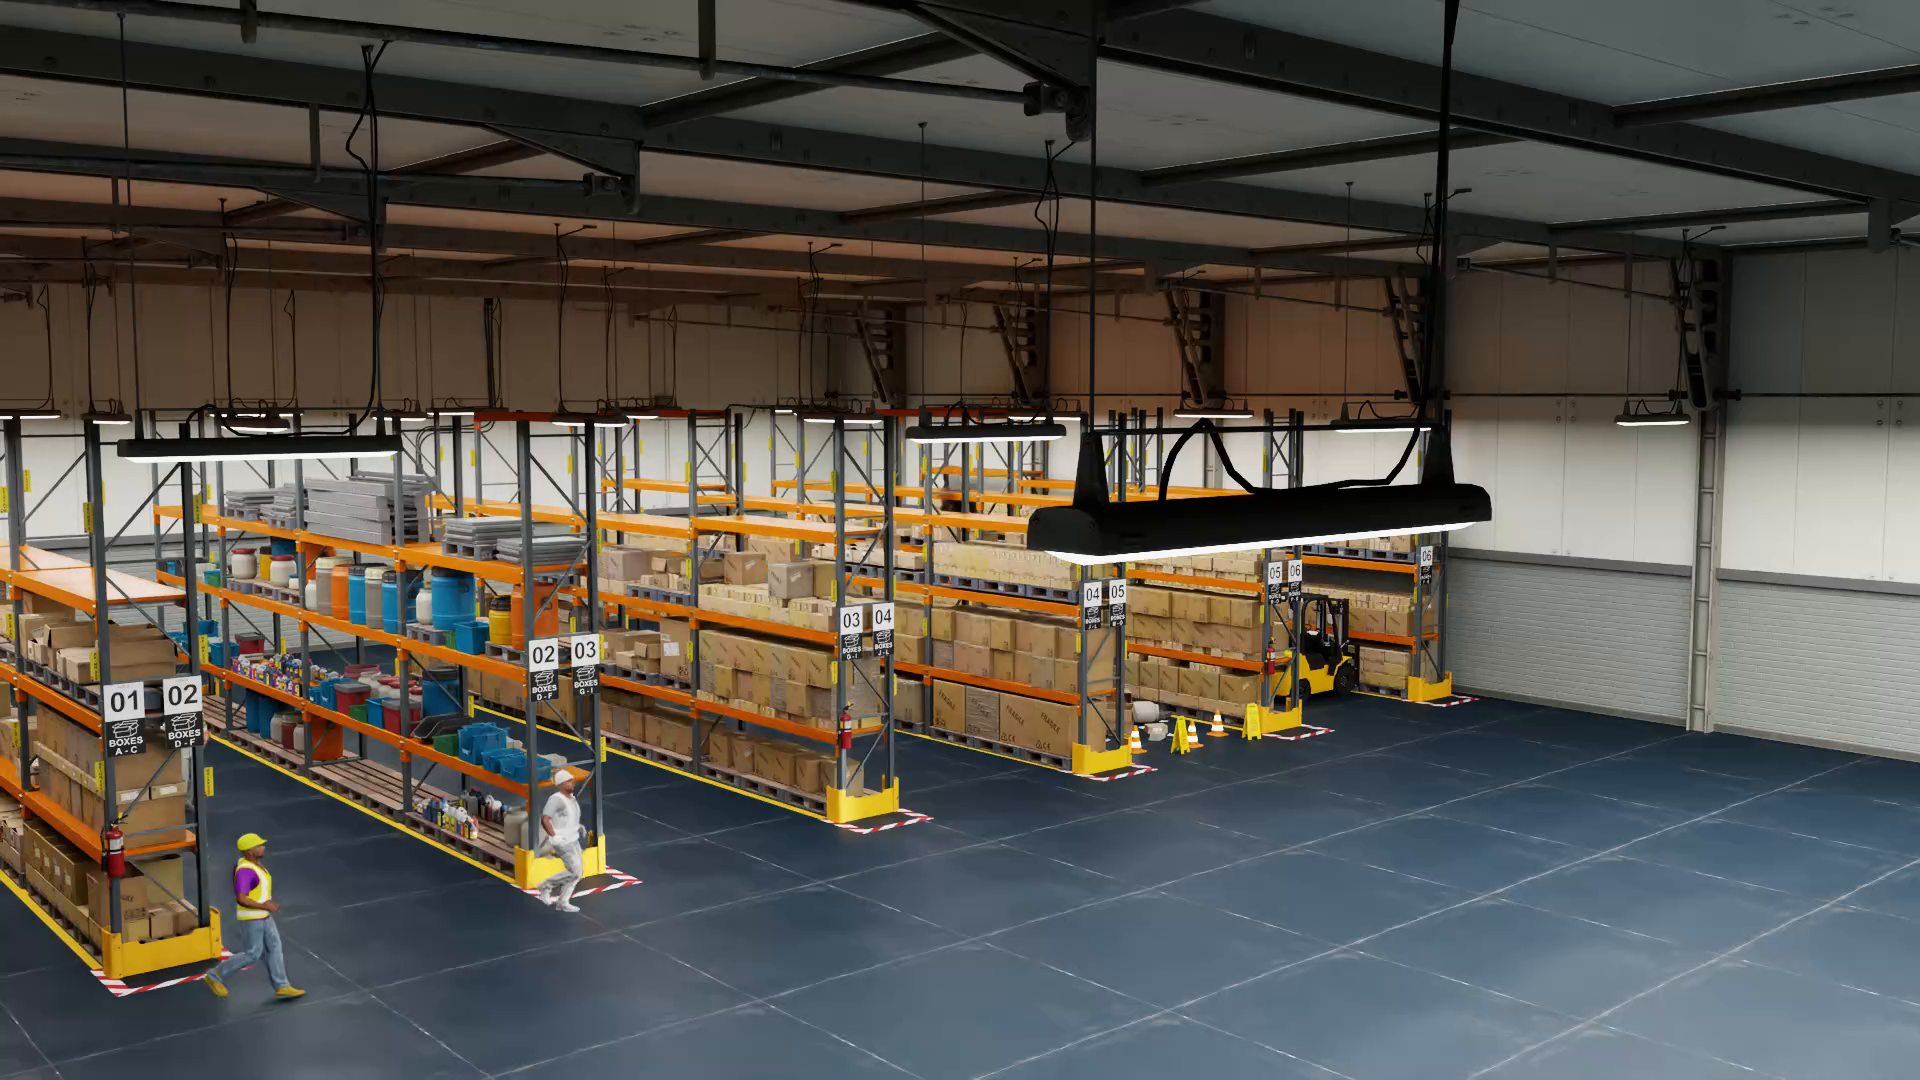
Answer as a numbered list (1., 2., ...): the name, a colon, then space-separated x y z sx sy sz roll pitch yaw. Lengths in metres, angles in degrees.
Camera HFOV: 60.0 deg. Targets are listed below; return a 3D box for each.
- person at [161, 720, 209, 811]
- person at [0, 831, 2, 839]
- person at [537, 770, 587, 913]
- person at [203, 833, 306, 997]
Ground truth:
1. person: -11.736 3.248 25.252 0.715 1.745 0.572 -5 7 -44
2. person: -11.476 3.763 19.298 0.980 1.705 0.669 5 7 43
3. person: -4.874 3.689 20.401 0.560 1.736 0.707 0 5 3
4. person: -7.367 3.931 17.351 0.983 1.754 0.733 -1 5 -13
